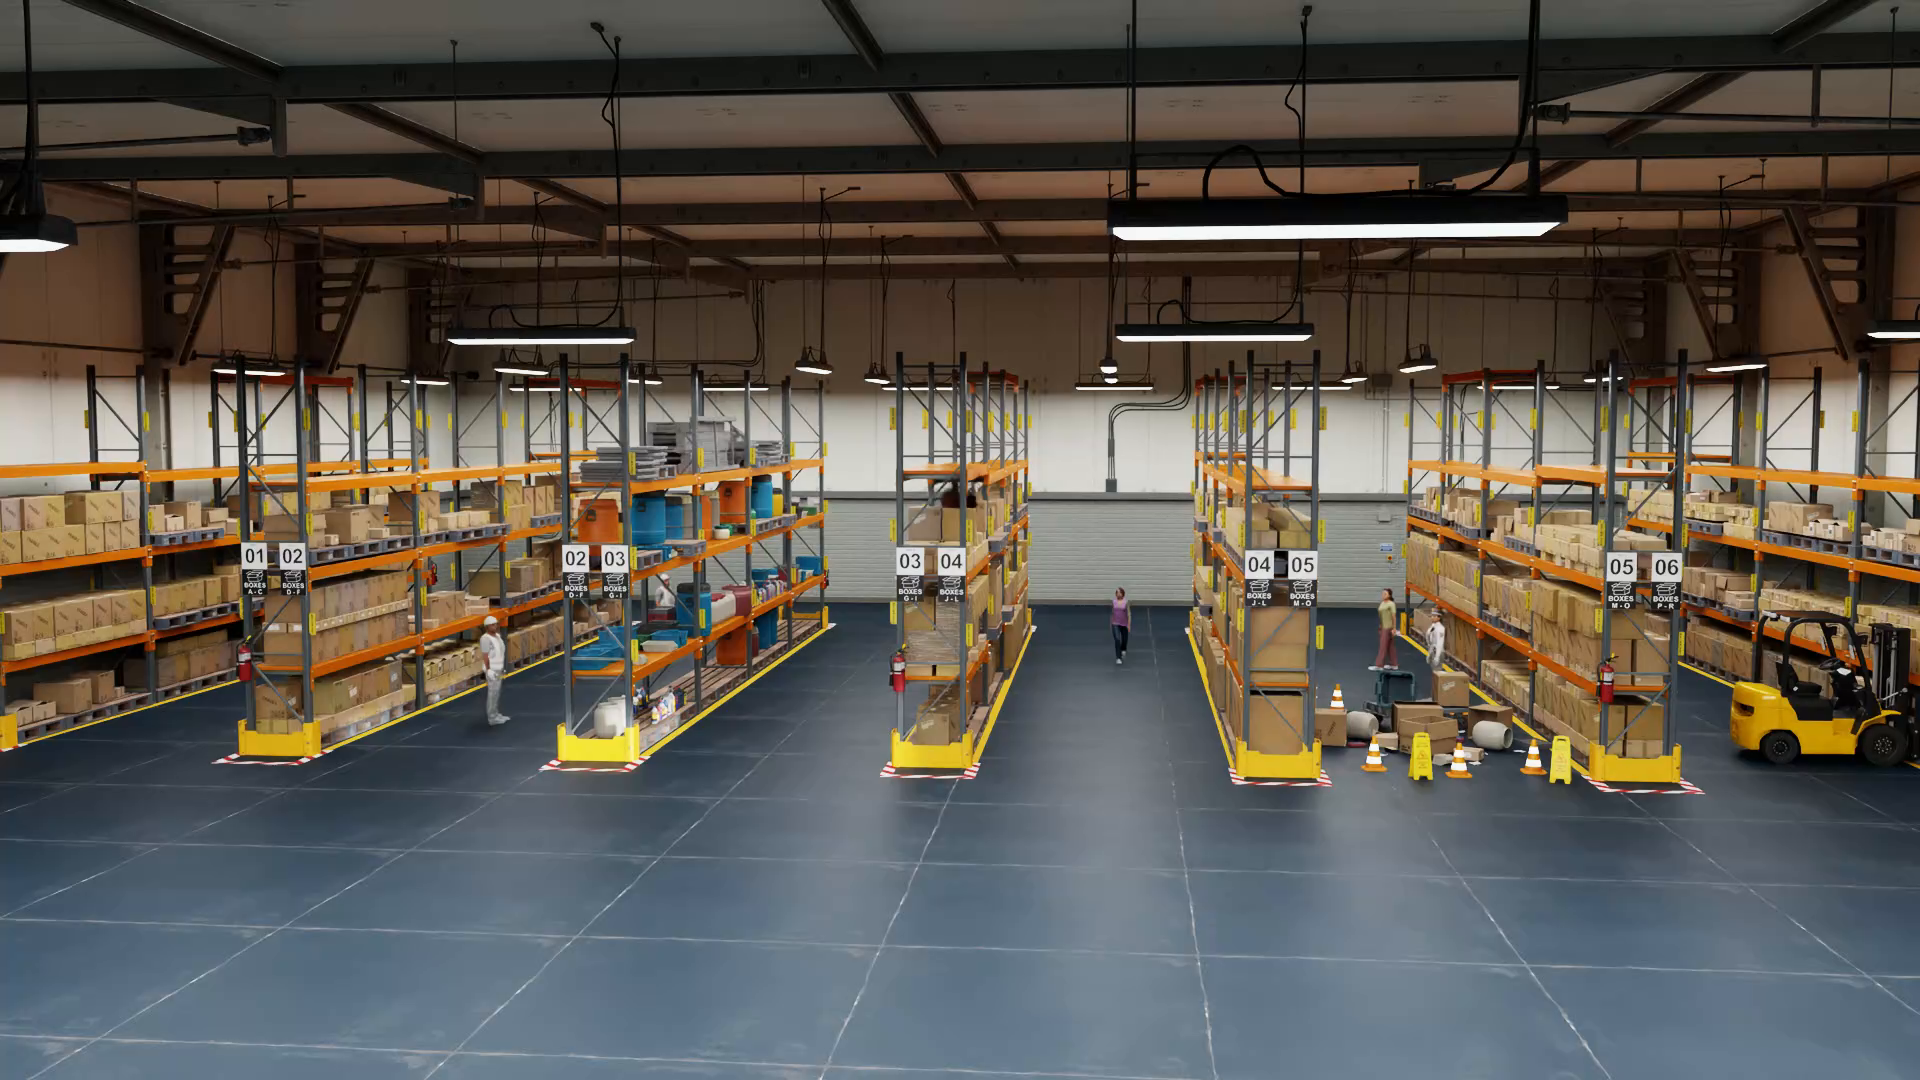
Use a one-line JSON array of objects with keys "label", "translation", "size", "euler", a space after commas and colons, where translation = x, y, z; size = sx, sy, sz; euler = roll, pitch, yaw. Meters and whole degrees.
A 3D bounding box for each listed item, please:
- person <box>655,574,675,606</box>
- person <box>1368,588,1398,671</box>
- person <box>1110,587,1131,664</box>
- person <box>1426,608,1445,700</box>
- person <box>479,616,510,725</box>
[{"label": "person", "translation": [-6.153, 1.612, 35.123], "size": [0.508, 1.809, 0.568], "euler": [1, 4, 17]}, {"label": "person", "translation": [8.535, 1.793, 33.534], "size": [0.624, 1.659, 0.499], "euler": [0, 4, 6]}, {"label": "person", "translation": [3.326, 1.758, 34.490], "size": [0.439, 1.558, 0.703], "euler": [0, 4, 1]}, {"label": "person", "translation": [8.466, 2.057, 29.607], "size": [0.340, 1.689, 0.533], "euler": [1, 4, 11]}, {"label": "person", "translation": [-7.712, 2.152, 27.537], "size": [0.429, 1.790, 0.574], "euler": [-1, 4, -8]}]
